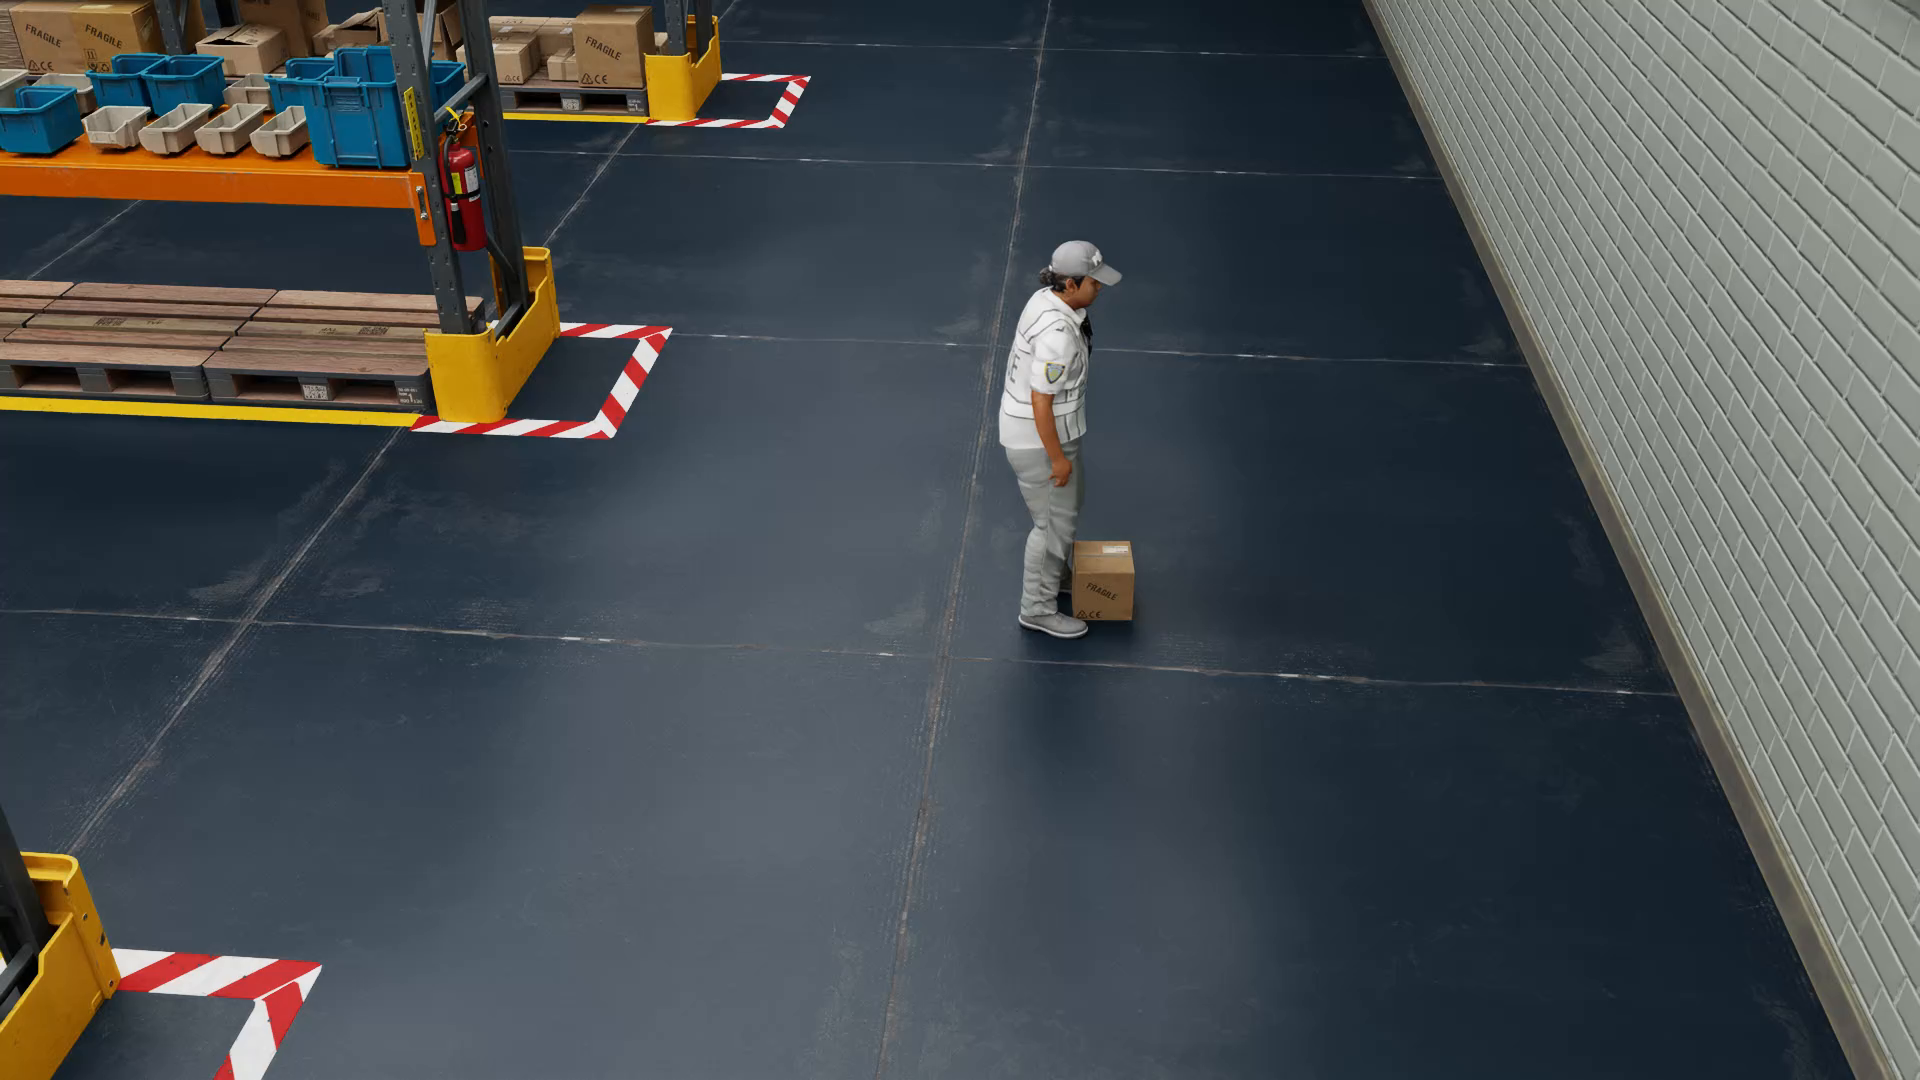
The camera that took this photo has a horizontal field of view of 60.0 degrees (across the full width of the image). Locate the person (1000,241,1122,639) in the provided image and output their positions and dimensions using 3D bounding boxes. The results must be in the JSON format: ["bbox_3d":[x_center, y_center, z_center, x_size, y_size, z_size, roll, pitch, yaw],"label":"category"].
[{"bbox_3d":[0.395,-0.430,6.813,0.465,1.666,0.538,3,32,4],"label":"person"}]
